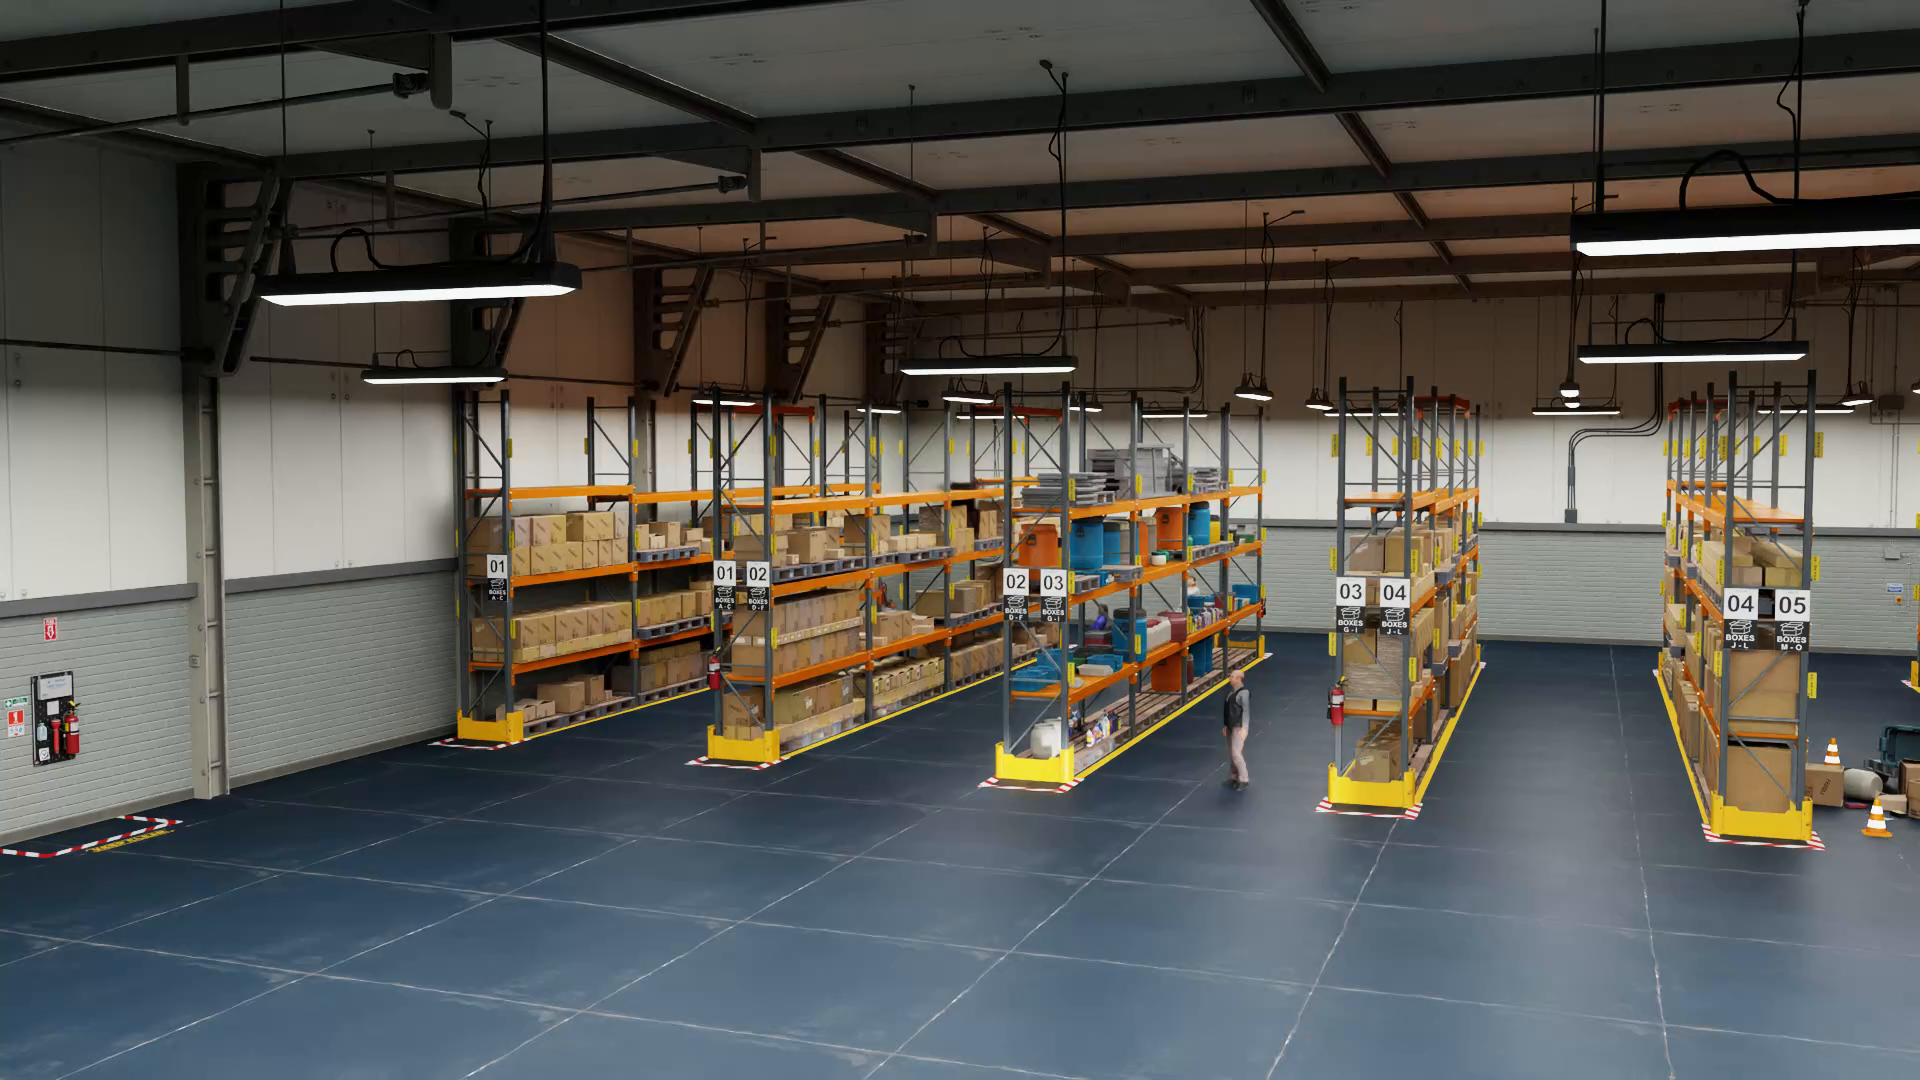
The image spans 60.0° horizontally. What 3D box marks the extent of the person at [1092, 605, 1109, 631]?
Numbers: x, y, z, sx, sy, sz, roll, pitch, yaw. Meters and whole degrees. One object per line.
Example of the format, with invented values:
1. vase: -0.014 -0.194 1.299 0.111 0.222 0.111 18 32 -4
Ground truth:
1. person: 2.843 2.125 34.519 0.461 1.575 0.476 0 3 -5

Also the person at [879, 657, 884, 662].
1. person: -1.419 2.685 37.016 0.744 0.413 0.220 -1 3 -20

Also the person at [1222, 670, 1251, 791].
1. person: 4.064 2.800 24.538 0.368 1.762 0.557 -1 3 -12

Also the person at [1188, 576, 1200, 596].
1. person: 6.009 1.772 43.473 0.449 1.653 0.627 -2 4 -33
